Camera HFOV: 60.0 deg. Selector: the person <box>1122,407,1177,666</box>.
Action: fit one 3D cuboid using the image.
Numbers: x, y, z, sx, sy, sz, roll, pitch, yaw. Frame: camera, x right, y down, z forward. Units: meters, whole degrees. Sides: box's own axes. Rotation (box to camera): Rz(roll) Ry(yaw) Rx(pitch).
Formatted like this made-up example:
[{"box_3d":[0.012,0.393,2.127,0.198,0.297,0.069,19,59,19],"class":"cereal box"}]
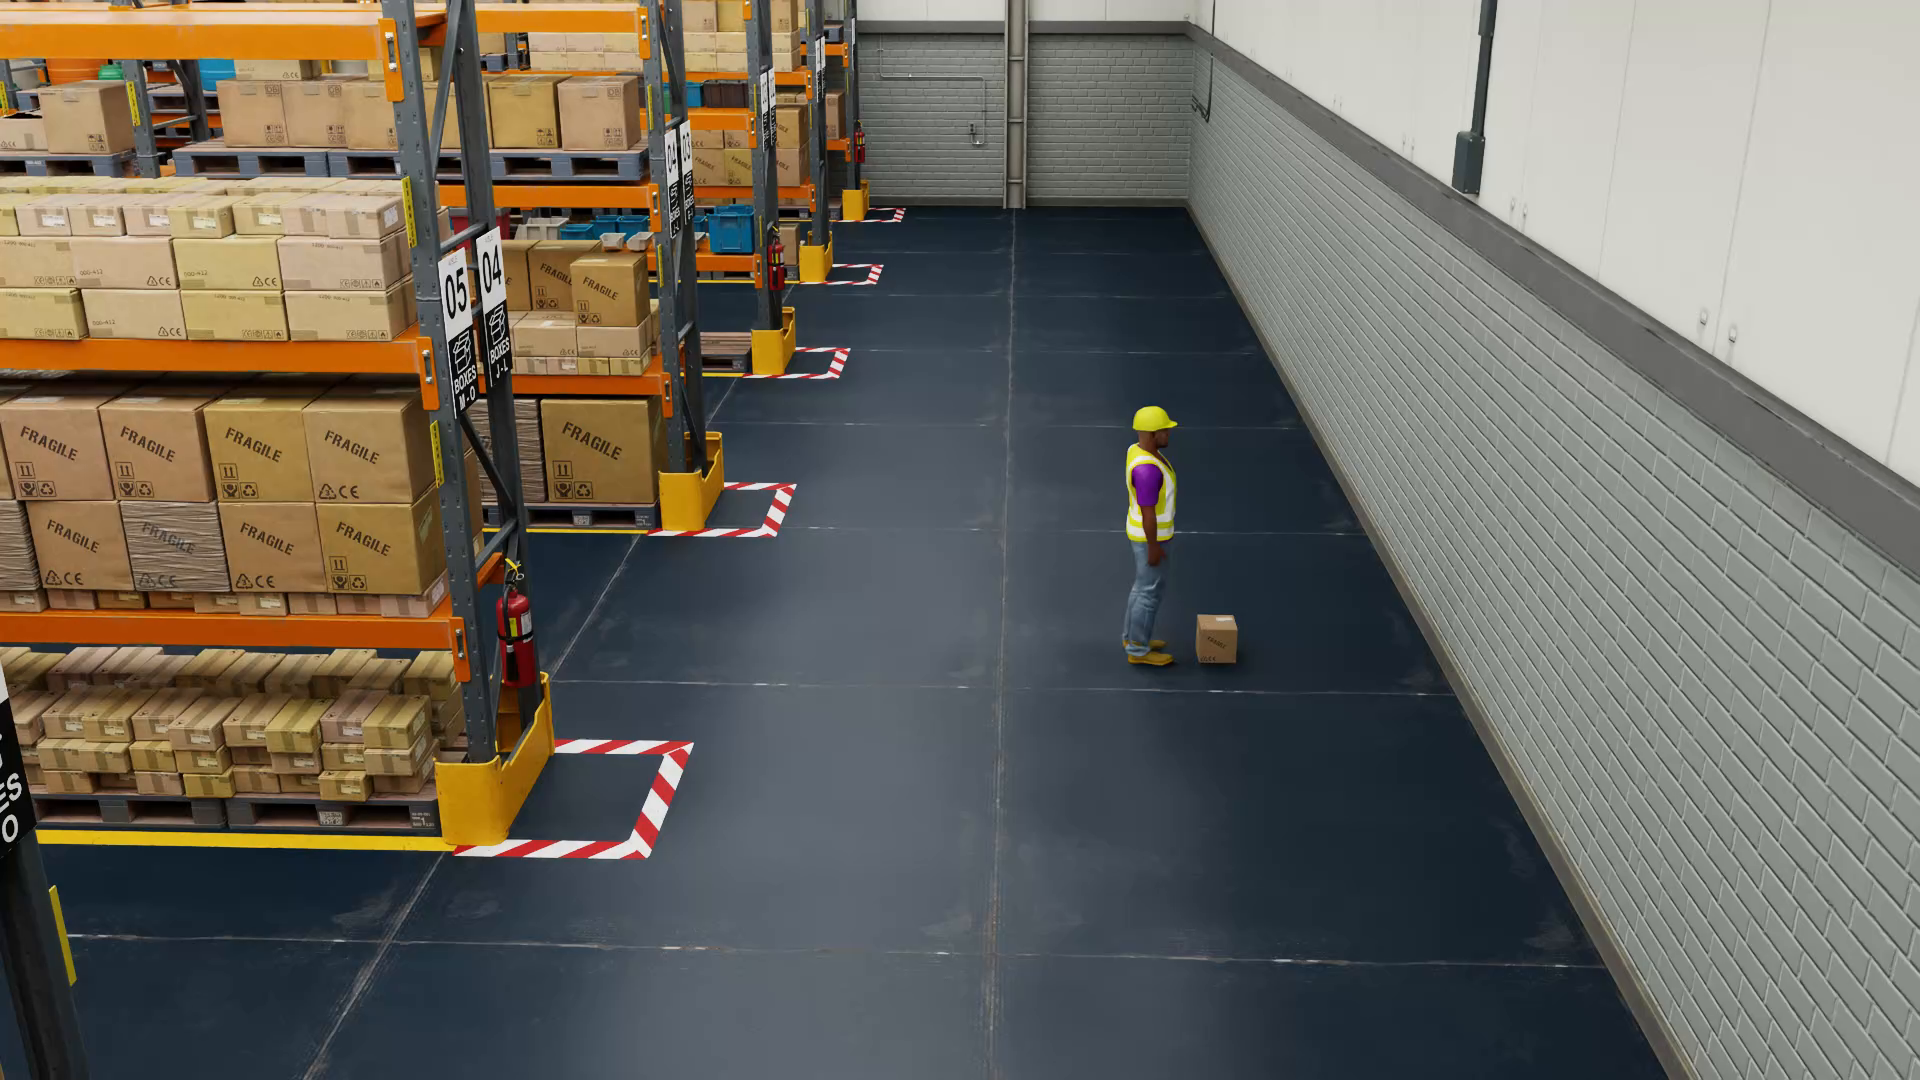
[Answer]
[{"box_3d":[1.278,-0.031,11.153,0.365,1.777,0.560,1,21,3],"class":"person"}]
